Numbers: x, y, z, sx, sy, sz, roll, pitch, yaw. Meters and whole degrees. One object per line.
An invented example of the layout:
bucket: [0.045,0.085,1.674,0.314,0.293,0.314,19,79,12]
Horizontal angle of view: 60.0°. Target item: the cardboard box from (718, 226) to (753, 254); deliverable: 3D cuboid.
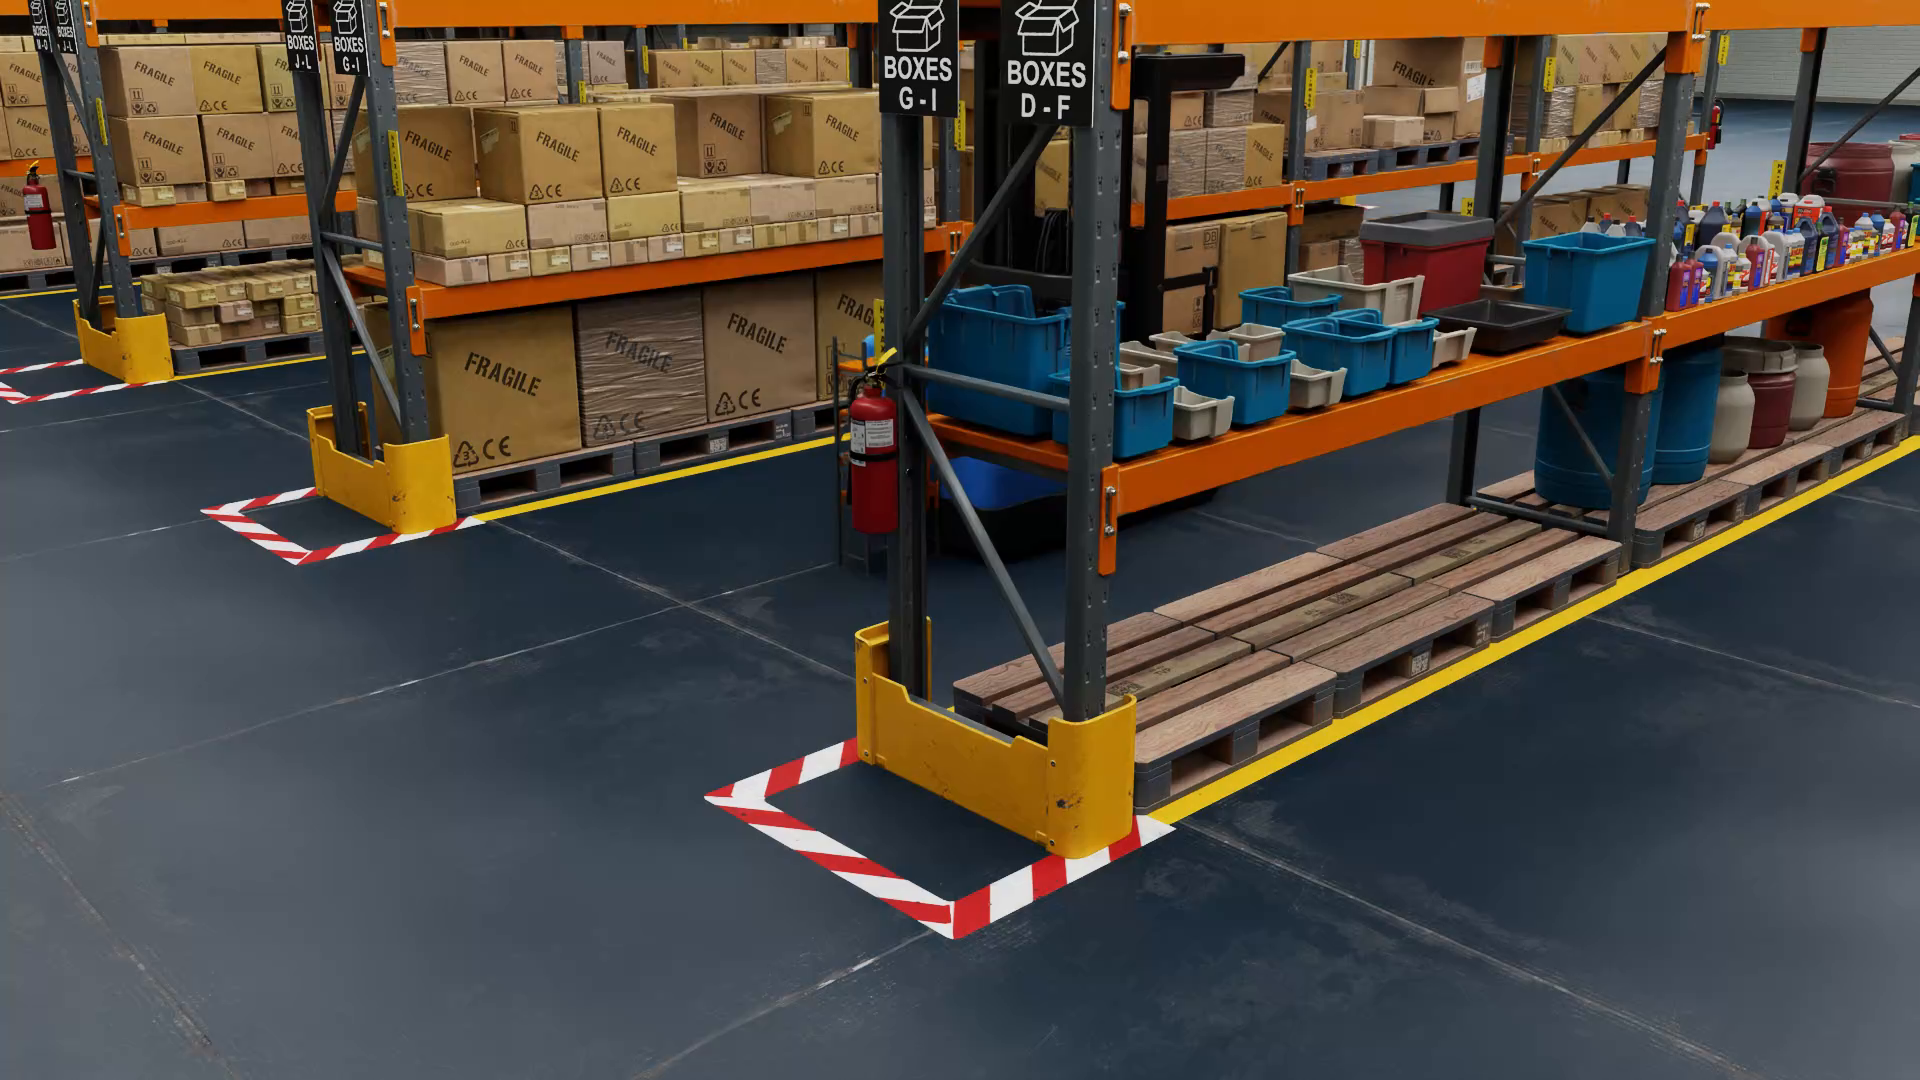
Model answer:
cardboard box: [-1.499,-1.884,10.339,0.250,0.149,0.380,-16,24,-40]

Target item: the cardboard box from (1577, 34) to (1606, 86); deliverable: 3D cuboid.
cardboard box: [6.293,-4.972,17.191,0.500,0.500,0.500,-16,24,-41]

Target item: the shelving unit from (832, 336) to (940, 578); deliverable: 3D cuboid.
shelving unit: [-0.367,-0.461,8.462,0.503,1.200,0.258,-17,24,-42]

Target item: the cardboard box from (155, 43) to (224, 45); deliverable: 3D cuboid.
cardboard box: [-6.094,-3.678,13.198,0.500,0.500,0.500,17,25,42]

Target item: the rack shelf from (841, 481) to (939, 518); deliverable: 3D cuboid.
rack shelf: [-0.367,-0.208,8.544,0.480,0.148,0.258,-17,24,-42]

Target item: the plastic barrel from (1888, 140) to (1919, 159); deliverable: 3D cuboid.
plastic barrel: [6.833,-2.613,12.000,0.421,0.512,0.421,0,18,0]

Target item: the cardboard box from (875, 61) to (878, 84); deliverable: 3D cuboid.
cardboard box: [-0.868,-6.603,23.843,0.500,0.500,0.500,-16,24,-41]

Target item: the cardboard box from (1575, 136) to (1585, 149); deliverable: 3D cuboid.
cardboard box: [6.321,-4.186,17.438,0.250,0.149,0.380,-16,24,-41]

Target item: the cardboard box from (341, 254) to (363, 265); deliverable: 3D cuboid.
cardboard box: [-5.264,-2.375,14.424,0.250,0.149,0.380,-16,24,-41]

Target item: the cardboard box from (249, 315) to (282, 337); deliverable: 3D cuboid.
cardboard box: [-5.714,-1.764,13.503,0.250,0.149,0.380,-16,24,-40]

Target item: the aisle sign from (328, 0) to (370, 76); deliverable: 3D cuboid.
aisle sign: [-3.136,-2.774,8.462,0.004,0.787,0.394,-16,24,-41]

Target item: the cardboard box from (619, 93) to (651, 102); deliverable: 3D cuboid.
cardboard box: [-2.917,-4.005,15.234,0.250,0.149,0.380,-15,23,-39]

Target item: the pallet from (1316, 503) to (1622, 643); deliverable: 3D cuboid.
pallet: [2.512,0.133,8.231,1.213,0.211,1.003,-16,24,-41]

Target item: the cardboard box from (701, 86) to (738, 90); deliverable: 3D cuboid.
cardboard box: [-2.418,-4.426,16.534,0.250,0.149,0.380,-17,24,-42]

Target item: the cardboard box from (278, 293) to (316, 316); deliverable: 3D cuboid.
cardboard box: [-5.451,-1.939,13.560,0.250,0.149,0.380,-15,23,-39]

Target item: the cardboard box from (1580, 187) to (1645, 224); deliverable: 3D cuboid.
cardboard box: [7.460,-3.758,19.084,0.500,0.500,0.500,-9,20,-27]

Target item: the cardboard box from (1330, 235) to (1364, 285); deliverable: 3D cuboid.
cardboard box: [3.390,-2.602,15.487,0.700,0.500,0.500,15,24,39]

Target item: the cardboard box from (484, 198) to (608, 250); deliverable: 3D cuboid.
cardboard box: [-2.383,-1.843,9.566,0.500,0.250,0.500,-17,24,-41]

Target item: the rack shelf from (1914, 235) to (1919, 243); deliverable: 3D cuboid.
rack shelf: [7.379,-2.287,12.340,4.000,0.370,1.077,-16,24,-41]

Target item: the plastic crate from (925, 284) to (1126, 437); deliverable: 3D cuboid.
plastic crate: [0.228,-0.668,6.027,0.499,0.435,0.616,-16,24,-41]

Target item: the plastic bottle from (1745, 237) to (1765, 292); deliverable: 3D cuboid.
plastic bottle: [4.224,-1.472,8.851,0.133,0.283,0.061,-16,24,-41]

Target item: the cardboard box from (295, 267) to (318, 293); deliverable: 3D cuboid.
cardboard box: [-5.290,-2.152,13.736,0.250,0.149,0.380,-15,23,-39]

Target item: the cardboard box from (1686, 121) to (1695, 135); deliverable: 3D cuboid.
cardboard box: [8.271,-4.784,19.284,0.250,0.149,0.380,-16,24,-41]

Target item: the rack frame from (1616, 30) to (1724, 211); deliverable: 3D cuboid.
rack frame: [8.336,-5.010,19.574,0.127,3.000,1.000,-16,24,-41]

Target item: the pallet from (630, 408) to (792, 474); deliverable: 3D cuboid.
pallet: [-1.877,-0.738,10.917,1.213,0.211,1.003,-16,24,-41]

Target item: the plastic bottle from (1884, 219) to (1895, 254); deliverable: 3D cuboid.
plastic bottle: [5.661,-1.860,10.180,0.097,0.201,0.097,0,18,0]

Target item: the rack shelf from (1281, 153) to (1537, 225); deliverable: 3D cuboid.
rack shelf: [3.976,-3.397,15.764,4.000,0.370,1.077,-16,24,-41]

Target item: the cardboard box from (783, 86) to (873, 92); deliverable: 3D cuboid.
cardboard box: [-0.907,-2.850,11.457,0.500,0.500,0.500,-16,24,-41]

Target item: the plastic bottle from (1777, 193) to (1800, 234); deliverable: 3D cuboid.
plastic bottle: [5.389,-2.127,10.882,0.135,0.276,0.152,-16,24,-41]

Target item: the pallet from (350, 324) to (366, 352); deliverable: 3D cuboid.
pallet: [-5.068,-1.864,14.391,1.213,0.211,1.003,-16,24,-41]

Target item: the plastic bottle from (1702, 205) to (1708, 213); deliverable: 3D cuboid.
plastic bottle: [4.518,-1.896,10.157,0.133,0.283,0.061,-16,24,-41]

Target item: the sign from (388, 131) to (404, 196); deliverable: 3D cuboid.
sign: [-2.913,-1.944,8.584,0.005,0.325,0.100,-16,24,-41]

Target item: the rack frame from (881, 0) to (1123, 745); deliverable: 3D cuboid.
rack frame: [0.113,-0.510,5.694,0.127,3.000,1.000,-16,24,-41]

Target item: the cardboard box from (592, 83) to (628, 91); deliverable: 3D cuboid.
cardboard box: [-4.463,-5.543,20.649,0.500,0.250,0.500,-16,24,-41]

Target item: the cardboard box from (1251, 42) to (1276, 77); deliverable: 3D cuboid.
cardboard box: [3.573,-6.291,21.532,0.500,0.550,0.875,-16,24,-41]

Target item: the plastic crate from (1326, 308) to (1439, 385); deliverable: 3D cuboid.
plastic crate: [1.693,-0.780,6.701,0.300,0.233,0.416,-16,24,-41]

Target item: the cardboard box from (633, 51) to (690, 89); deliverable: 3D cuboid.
cardboard box: [-3.800,-5.968,21.204,0.500,0.500,0.500,17,25,42]

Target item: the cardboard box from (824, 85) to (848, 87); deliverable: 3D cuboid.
cardboard box: [-1.227,-4.496,16.751,0.250,0.149,0.380,-15,23,-39]

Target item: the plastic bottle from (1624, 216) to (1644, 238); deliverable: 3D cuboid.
plastic bottle: [3.696,-1.609,9.164,0.185,0.351,0.144,-16,24,-41]

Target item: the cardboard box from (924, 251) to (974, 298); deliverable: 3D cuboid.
cardboard box: [0.068,-1.797,12.427,0.875,0.875,1.225,-16,24,-41]

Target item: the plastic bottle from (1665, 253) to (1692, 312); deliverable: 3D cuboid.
plastic bottle: [3.579,-1.284,8.271,0.133,0.283,0.061,-16,24,-41]

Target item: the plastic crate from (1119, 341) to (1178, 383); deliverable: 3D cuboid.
plastic crate: [0.802,-0.685,6.563,0.243,0.136,0.396,-16,24,-41]

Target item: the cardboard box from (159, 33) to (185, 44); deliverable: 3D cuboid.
cardboard box: [-8.170,-5.127,17.099,0.250,0.149,0.380,-17,24,-42]

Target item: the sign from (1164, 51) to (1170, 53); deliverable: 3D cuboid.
sign: [2.475,-5.689,19.919,0.005,0.325,0.100,-16,24,-41]

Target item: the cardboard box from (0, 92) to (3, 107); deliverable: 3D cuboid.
cardboard box: [-9.554,-4.402,15.914,0.500,0.500,0.500,-17,25,-42]

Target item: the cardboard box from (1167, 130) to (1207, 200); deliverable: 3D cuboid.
cardboard box: [1.593,-2.987,13.173,0.500,0.500,0.500,17,25,42]

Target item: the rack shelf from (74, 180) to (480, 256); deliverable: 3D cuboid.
rack shelf: [-5.171,-2.834,14.030,4.000,0.370,1.077,-16,24,-41]

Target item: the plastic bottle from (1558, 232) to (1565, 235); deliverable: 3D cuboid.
plastic bottle: [3.220,-1.517,8.990,0.133,0.283,0.061,-16,24,-41]

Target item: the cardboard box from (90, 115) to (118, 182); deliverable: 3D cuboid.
cardboard box: [-6.475,-3.095,13.022,0.500,0.500,0.500,-16,24,-40]

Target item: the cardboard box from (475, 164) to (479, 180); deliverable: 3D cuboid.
cardboard box: [-4.346,-3.206,14.418,0.380,0.149,0.250,17,25,42]

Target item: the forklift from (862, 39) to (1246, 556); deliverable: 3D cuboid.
forklift: [0.864,-1.679,9.411,3.031,2.935,1.130,-17,24,-42]

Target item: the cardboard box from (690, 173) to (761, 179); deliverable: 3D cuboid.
cardboard box: [-1.642,-2.281,10.919,0.500,0.250,0.500,-16,24,-39]
